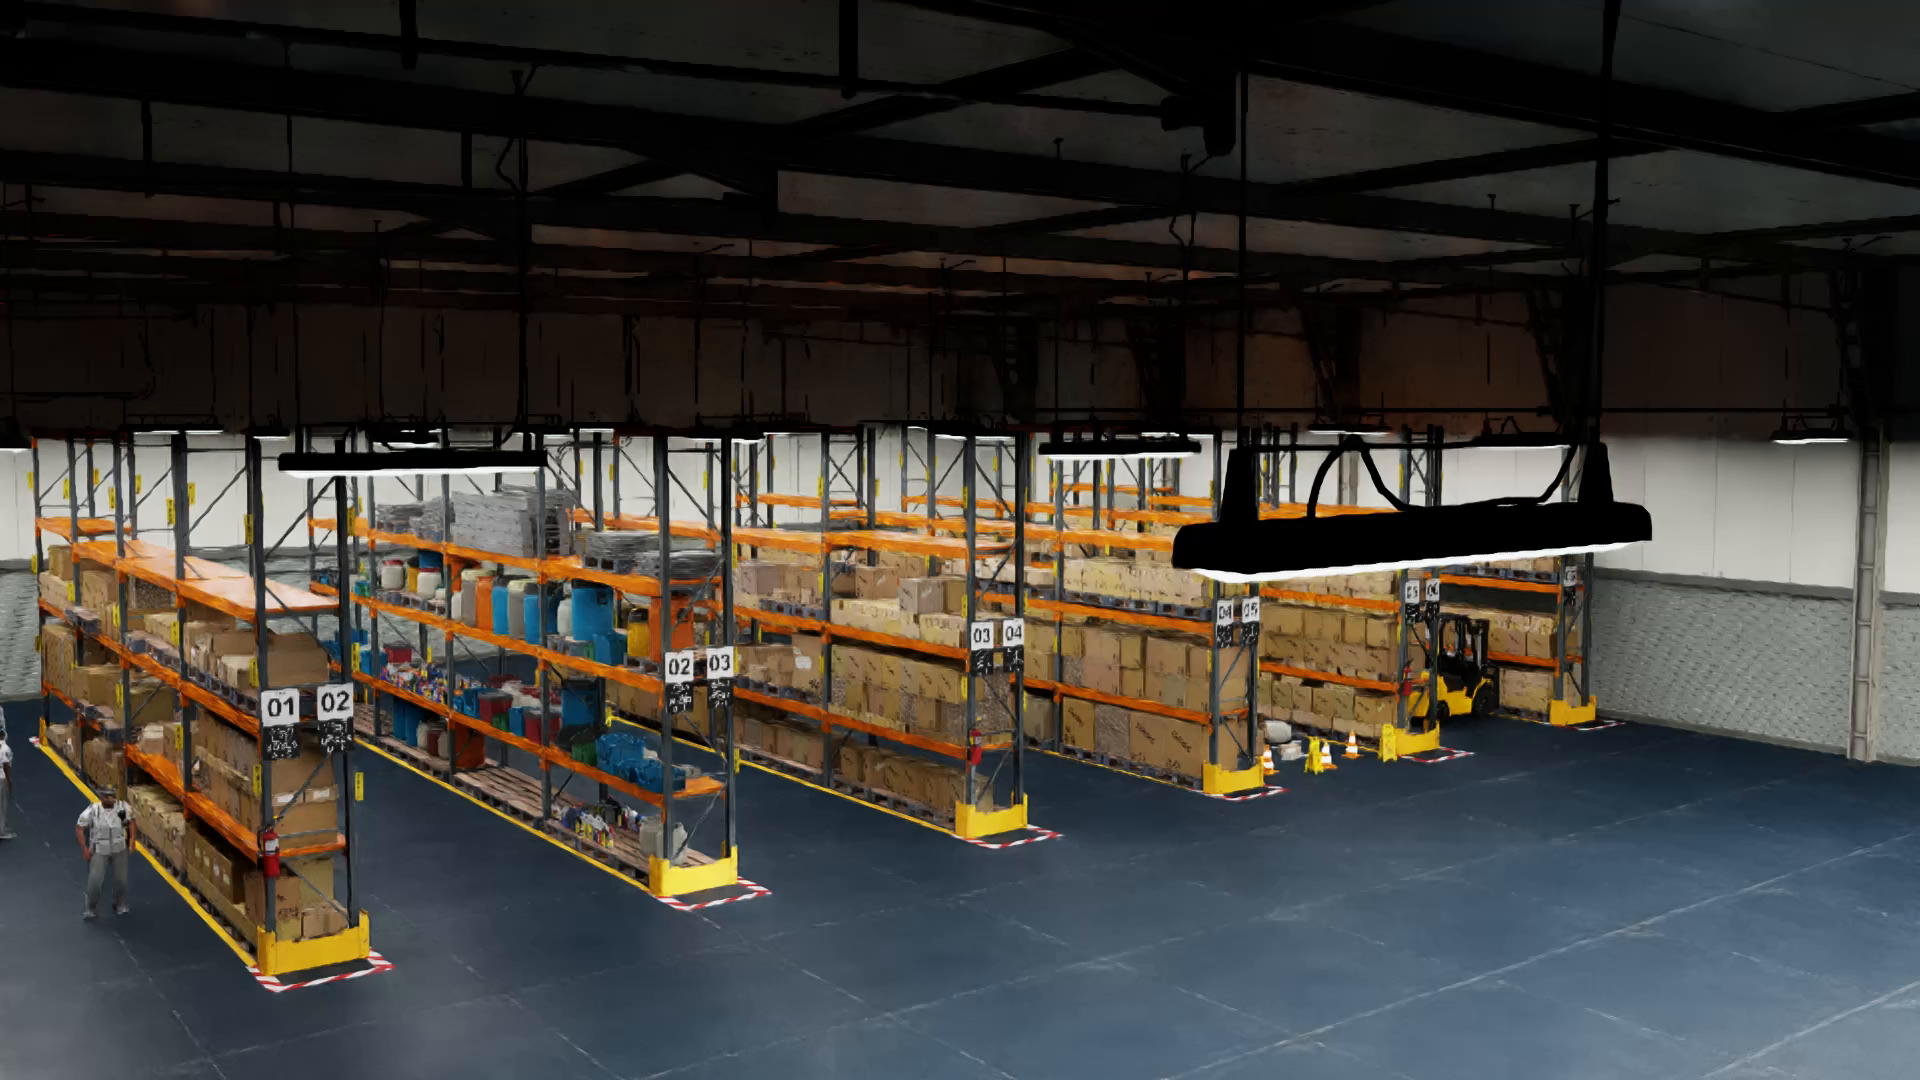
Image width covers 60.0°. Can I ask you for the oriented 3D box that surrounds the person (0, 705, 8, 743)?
[{"bbox_3d":[-15.981,3.319,27.329,0.598,1.698,1.194,-3,5,-34],"label":"person"}]

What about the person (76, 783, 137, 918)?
[{"bbox_3d":[-10.651,3.848,20.772,0.682,1.715,0.542,-4,6,-38],"label":"person"}]

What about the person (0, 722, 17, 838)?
[{"bbox_3d":[-14.200,3.547,24.618,0.553,1.684,0.437,2,5,24],"label":"person"}]
